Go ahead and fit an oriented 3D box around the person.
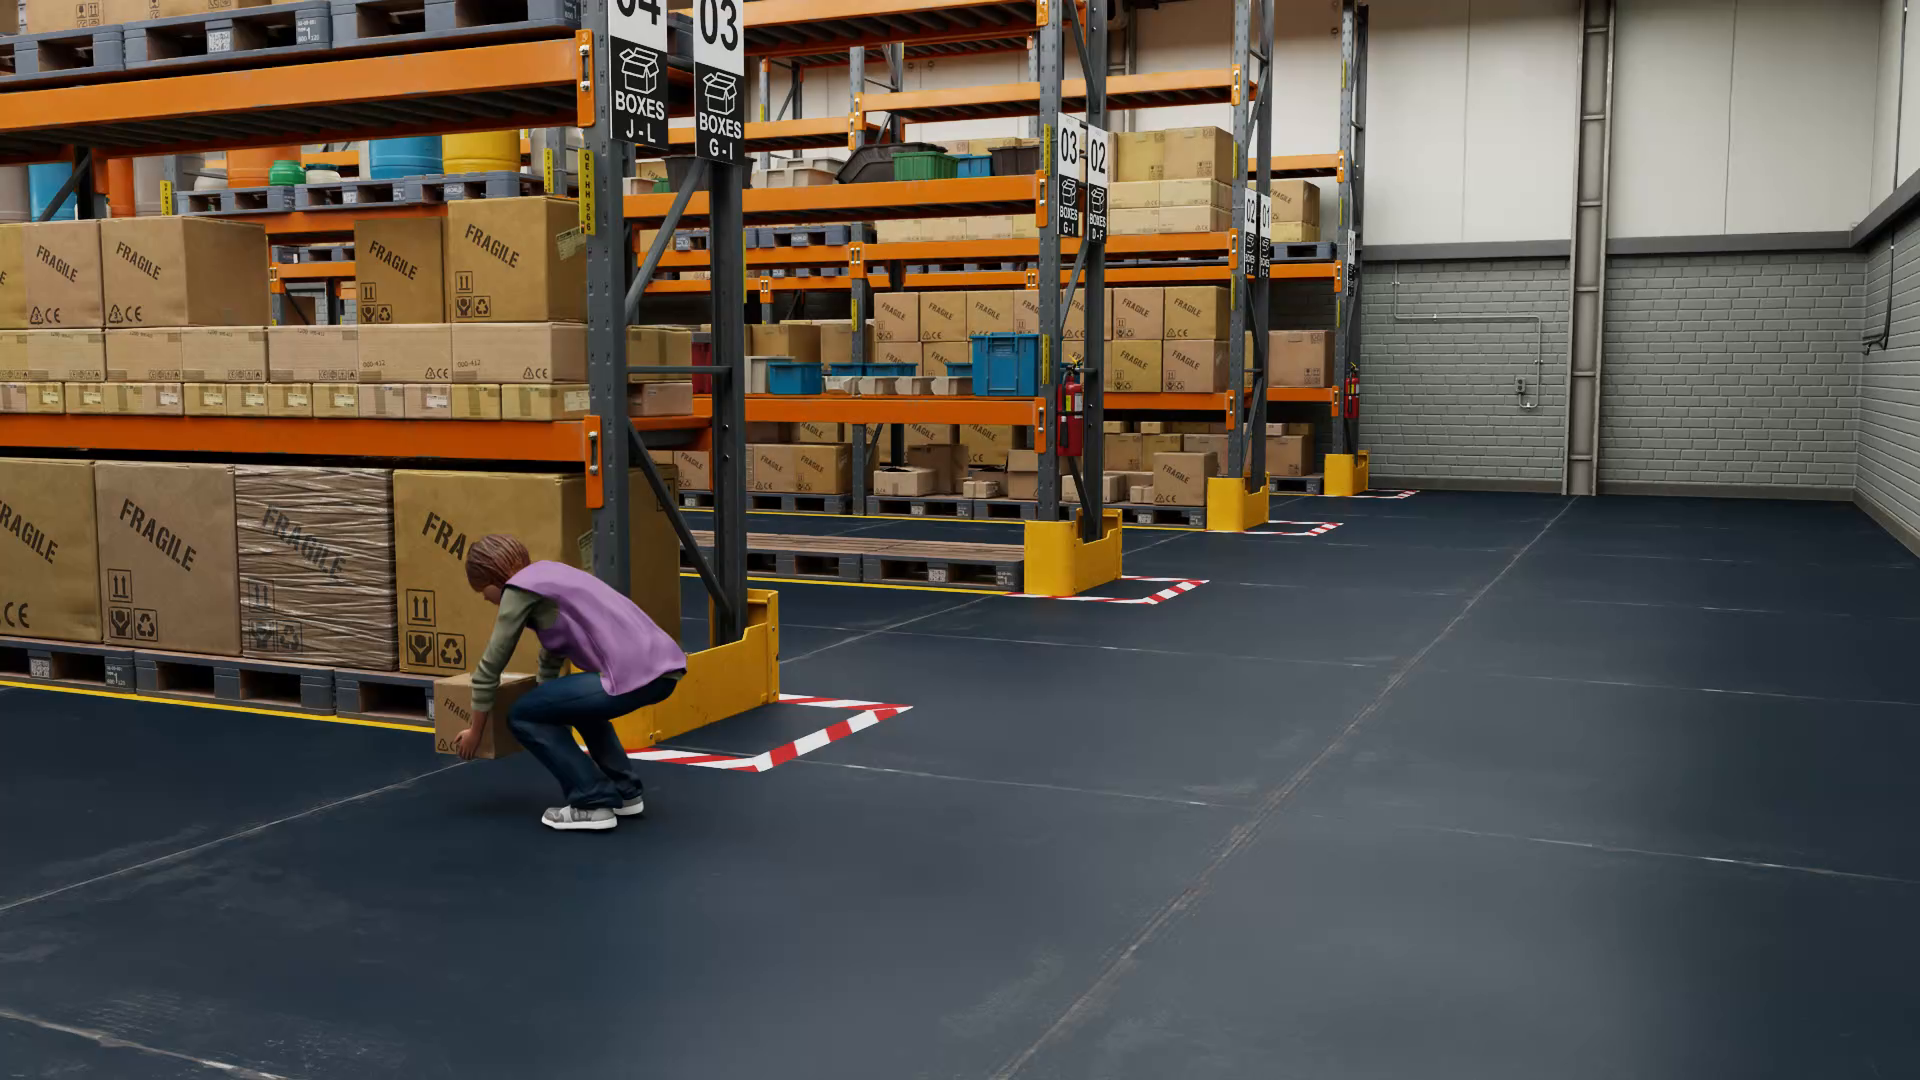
[{"bbox_3d":[-1.298,0.467,5.547,0.782,0.960,0.446,3,6,23],"label":"person"}]
